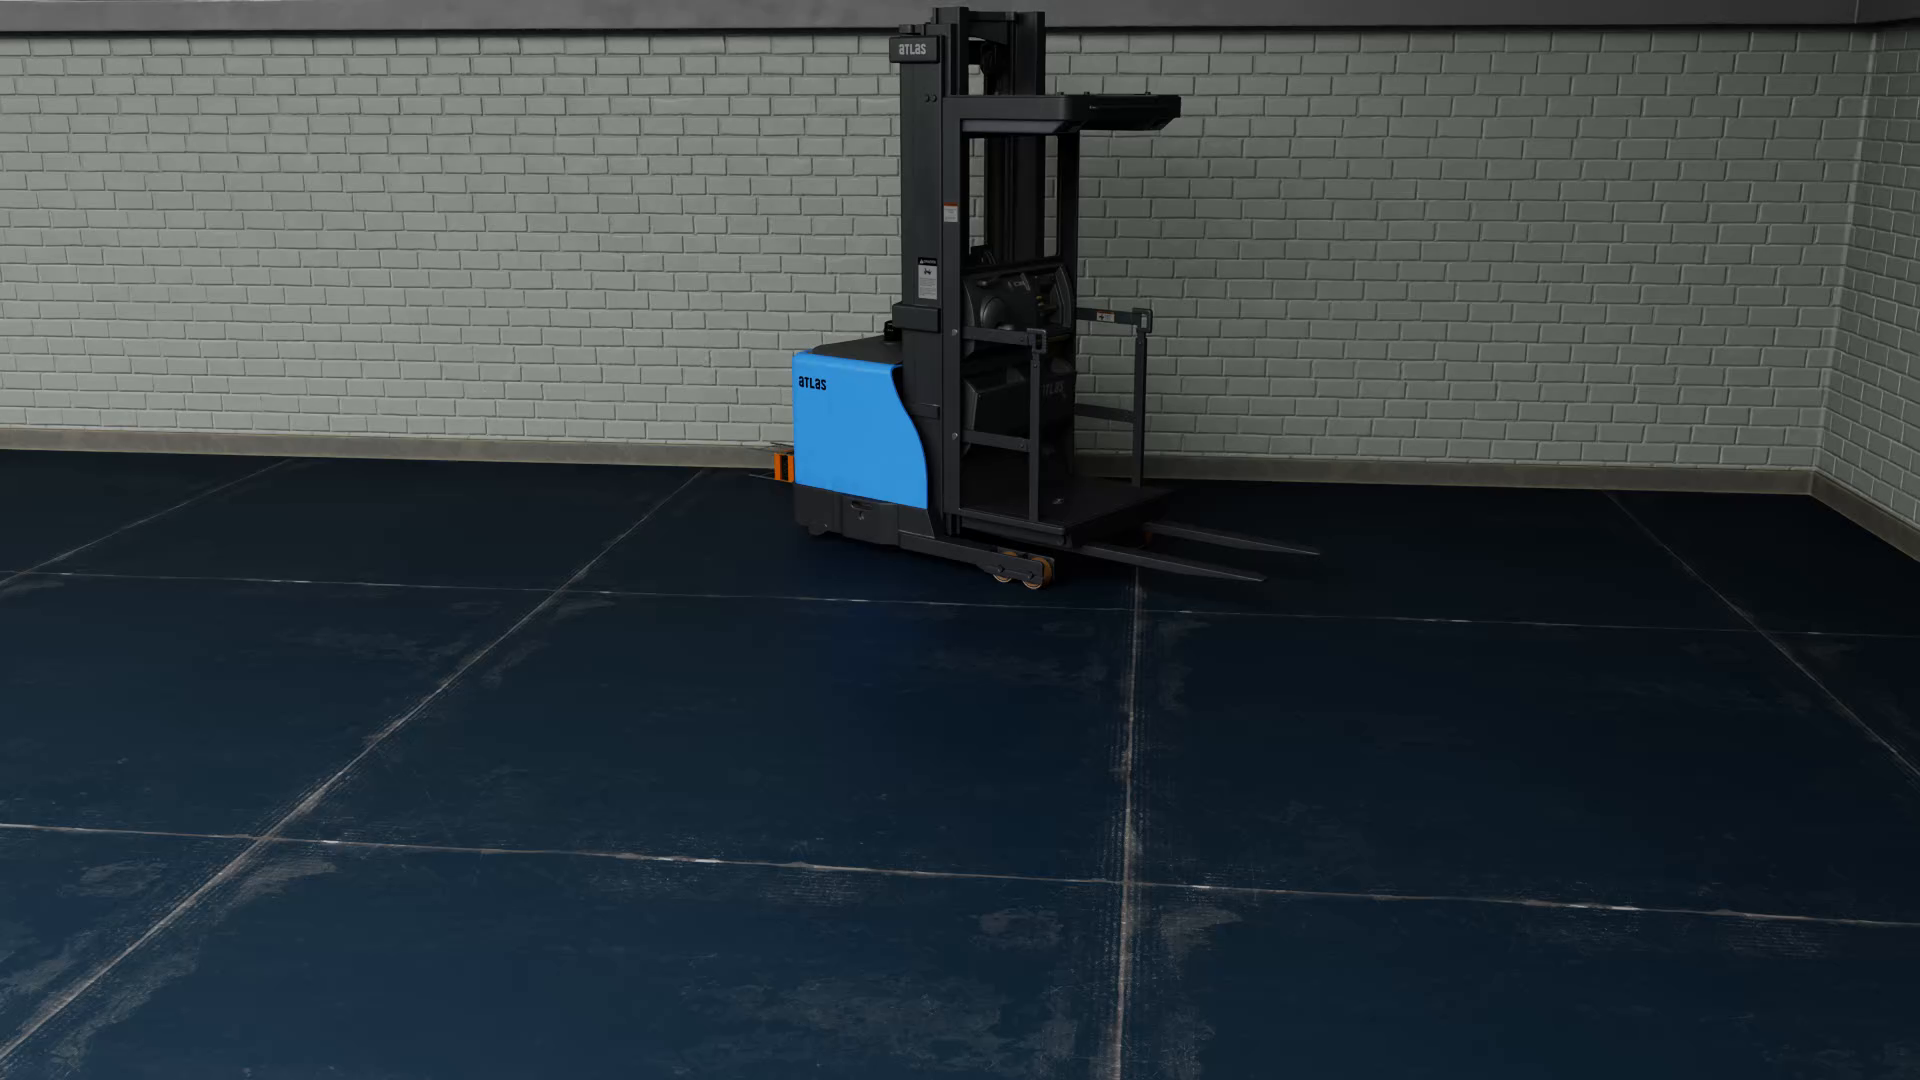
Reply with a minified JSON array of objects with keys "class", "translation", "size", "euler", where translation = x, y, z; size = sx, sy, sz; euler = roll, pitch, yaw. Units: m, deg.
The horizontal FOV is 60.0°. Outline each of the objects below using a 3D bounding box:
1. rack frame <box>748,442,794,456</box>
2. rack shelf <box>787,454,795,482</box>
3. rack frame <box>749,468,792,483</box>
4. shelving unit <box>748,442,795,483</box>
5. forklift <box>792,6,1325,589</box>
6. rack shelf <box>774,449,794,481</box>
[{"class":"rack frame","translation":[-0.876,-0.553,10.984],"size":[1.200,0.006,0.240],"euler":[11,18,34]},{"class":"rack shelf","translation":[-1.035,-0.494,11.118],"size":[0.103,0.180,0.258],"euler":[11,18,34]},{"class":"rack frame","translation":[-0.876,-0.376,11.032],"size":[1.200,0.006,0.240],"euler":[11,18,34]},{"class":"shelving unit","translation":[-0.876,-0.464,11.008],"size":[1.200,0.189,0.258],"euler":[11,18,34]},{"class":"forklift","translation":[0.489,-1.314,8.907],"size":[3.031,2.935,1.130],"euler":[12,19,37]},{"class":"rack shelf","translation":[-1.133,-0.512,11.185],"size":[0.103,0.180,0.258],"euler":[11,18,34]}]
